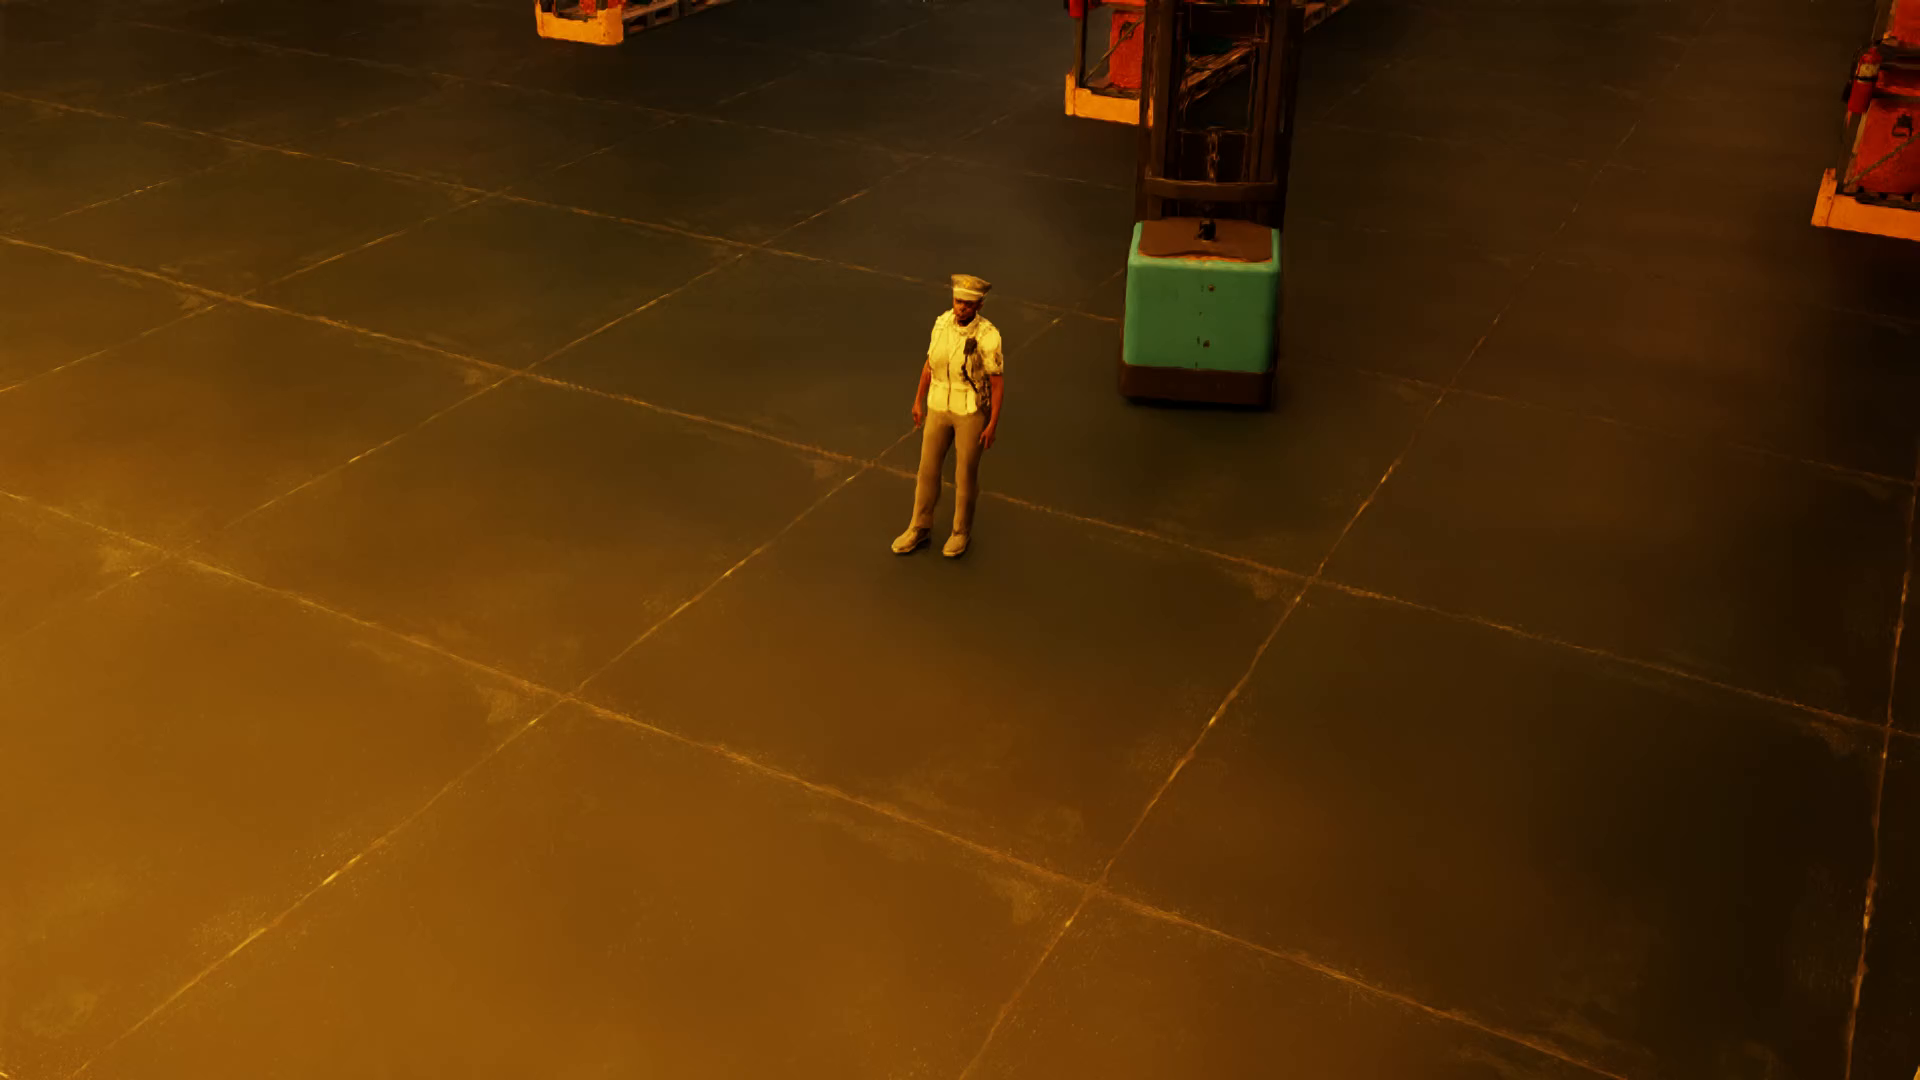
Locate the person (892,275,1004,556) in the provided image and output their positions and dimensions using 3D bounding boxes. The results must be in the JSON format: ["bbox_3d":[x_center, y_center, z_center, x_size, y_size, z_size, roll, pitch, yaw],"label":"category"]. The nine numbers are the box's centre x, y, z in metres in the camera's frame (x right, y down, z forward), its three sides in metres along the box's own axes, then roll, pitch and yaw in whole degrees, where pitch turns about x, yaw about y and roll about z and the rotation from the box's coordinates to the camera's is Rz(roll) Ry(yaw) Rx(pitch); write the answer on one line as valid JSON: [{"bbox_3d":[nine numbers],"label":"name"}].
[{"bbox_3d":[-0.053,-0.712,9.527,0.570,1.693,0.529,15,33,25],"label":"person"}]

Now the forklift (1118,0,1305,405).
[{"bbox_3d":[1.856,-2.919,12.129,1.130,2.935,3.031,4,30,8],"label":"forklift"}]
